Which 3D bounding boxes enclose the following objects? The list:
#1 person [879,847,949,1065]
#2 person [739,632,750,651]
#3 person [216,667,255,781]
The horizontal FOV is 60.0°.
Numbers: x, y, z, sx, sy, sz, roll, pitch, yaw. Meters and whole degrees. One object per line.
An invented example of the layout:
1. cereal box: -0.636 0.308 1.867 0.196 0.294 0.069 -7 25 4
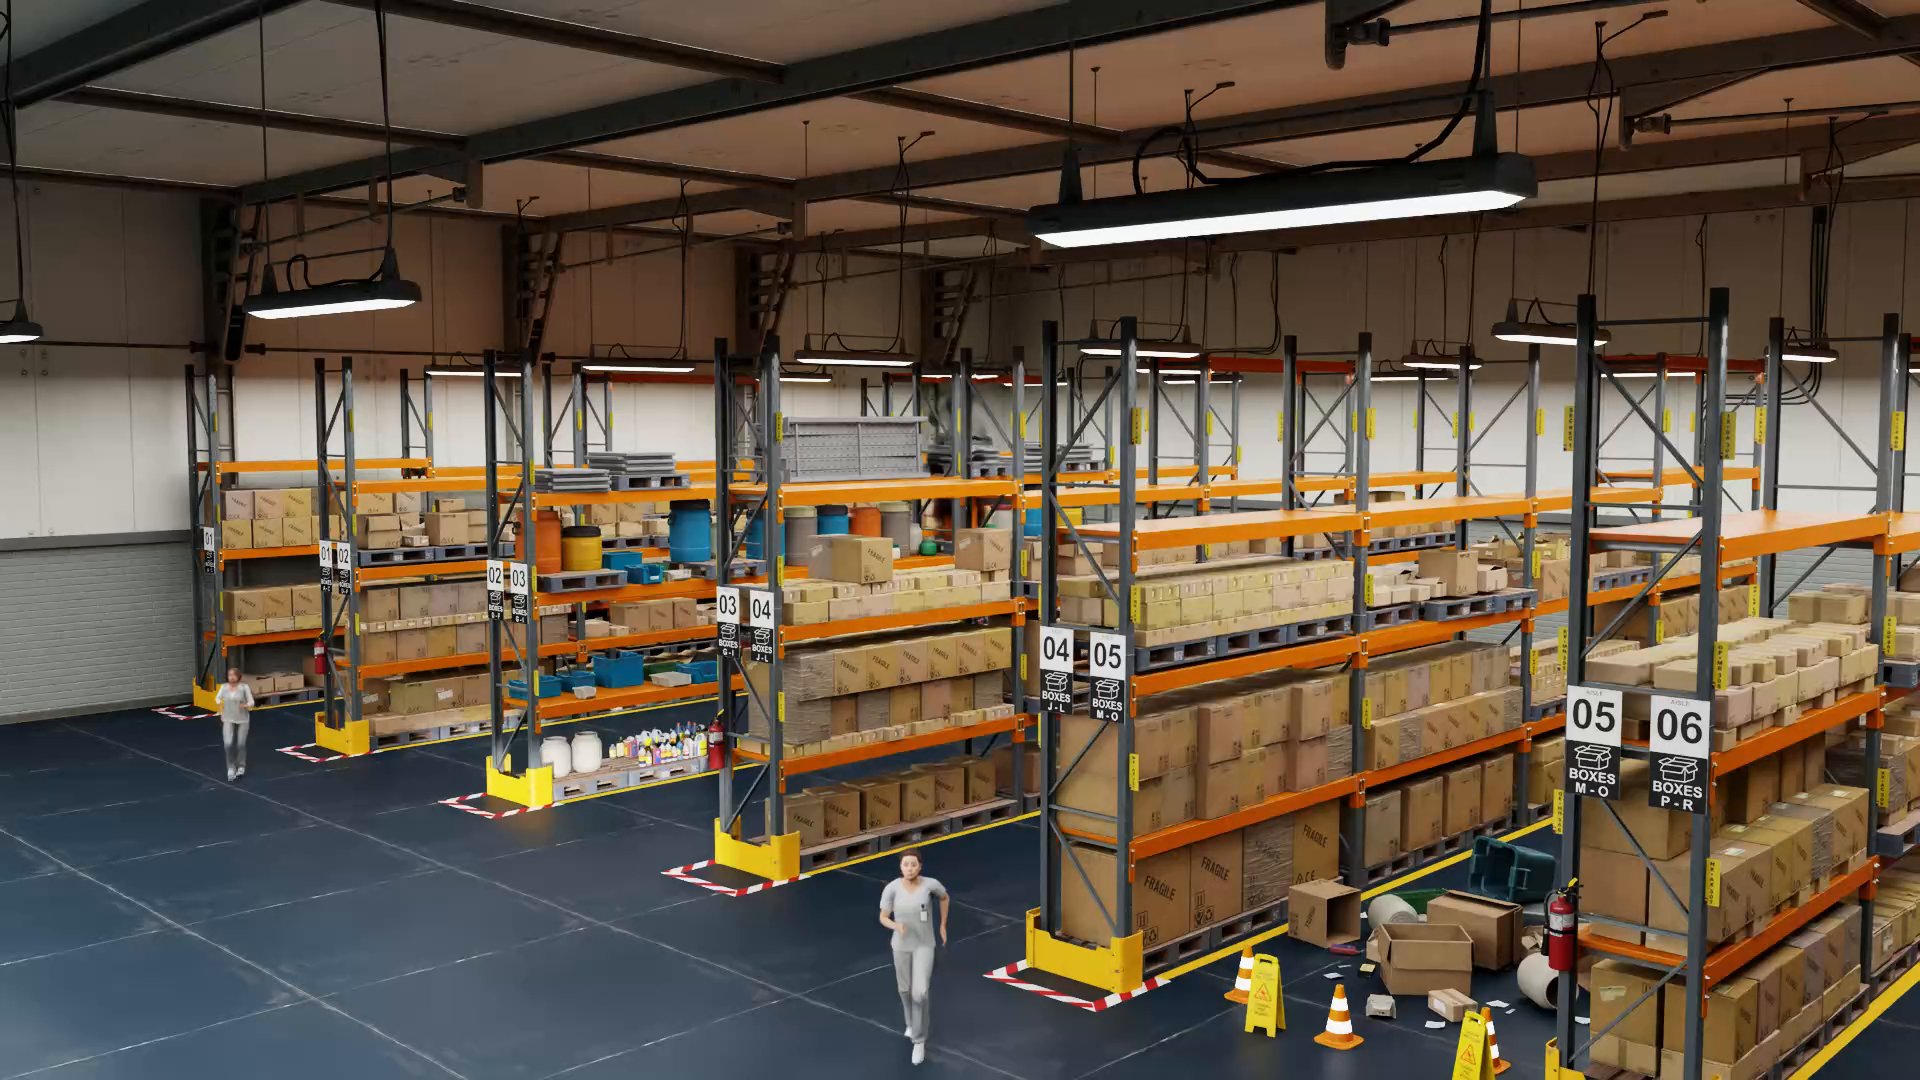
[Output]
1. person: -0.373 3.310 13.368 0.526 1.712 0.798 1 4 7
2. person: -4.456 1.676 34.440 0.611 1.771 0.893 3 5 32
3. person: -10.198 2.588 23.382 0.537 1.582 0.660 -1 5 -15
